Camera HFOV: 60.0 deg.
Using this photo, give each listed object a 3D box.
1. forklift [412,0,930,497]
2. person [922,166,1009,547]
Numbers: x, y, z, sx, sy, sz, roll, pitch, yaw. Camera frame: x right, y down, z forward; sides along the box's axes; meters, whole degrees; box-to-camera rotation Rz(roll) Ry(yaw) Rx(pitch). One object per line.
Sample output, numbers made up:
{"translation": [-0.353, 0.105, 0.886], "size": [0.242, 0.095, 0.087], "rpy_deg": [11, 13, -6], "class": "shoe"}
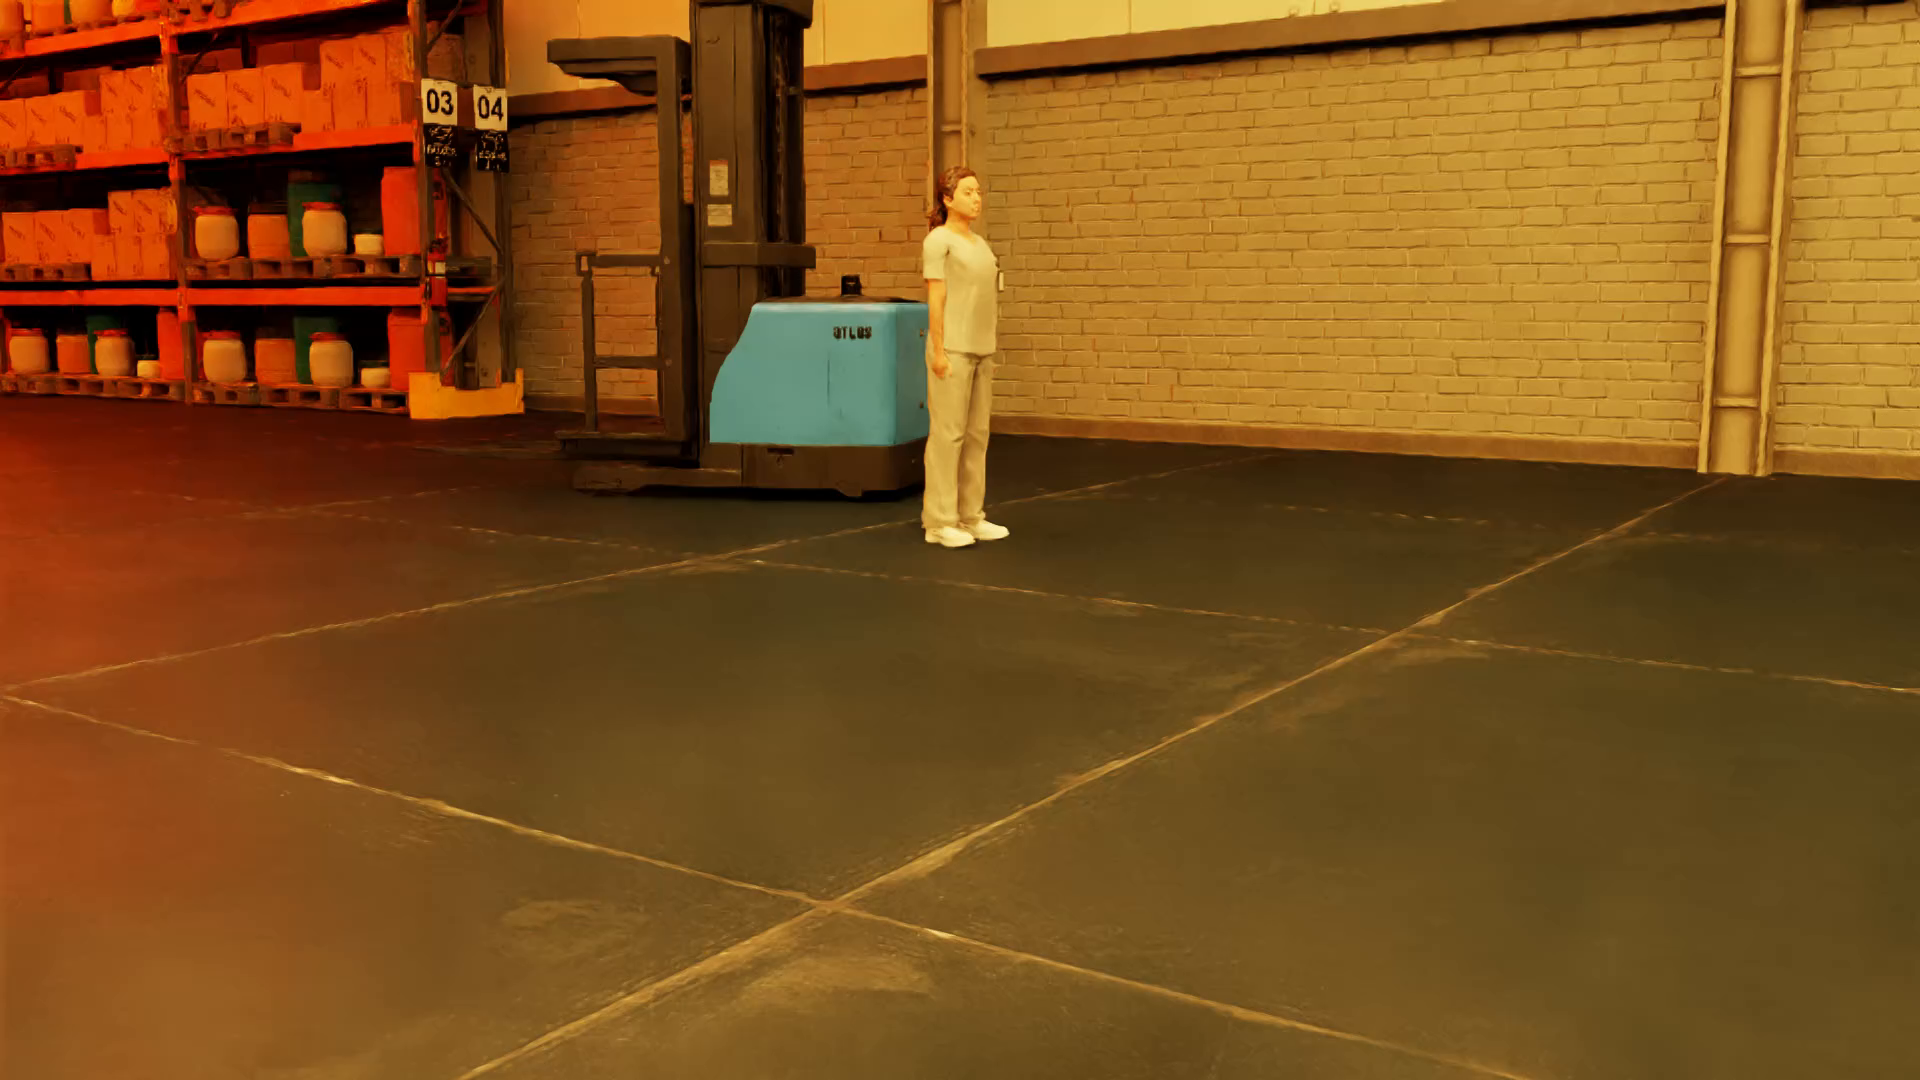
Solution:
{"translation": [-1.697, -1.768, 9.627], "size": [3.031, 2.935, 1.130], "rpy_deg": [2, 8, 14], "class": "forklift"}
{"translation": [0.008, -0.827, 7.482], "size": [0.365, 1.673, 0.432], "rpy_deg": [5, 10, 34], "class": "person"}
